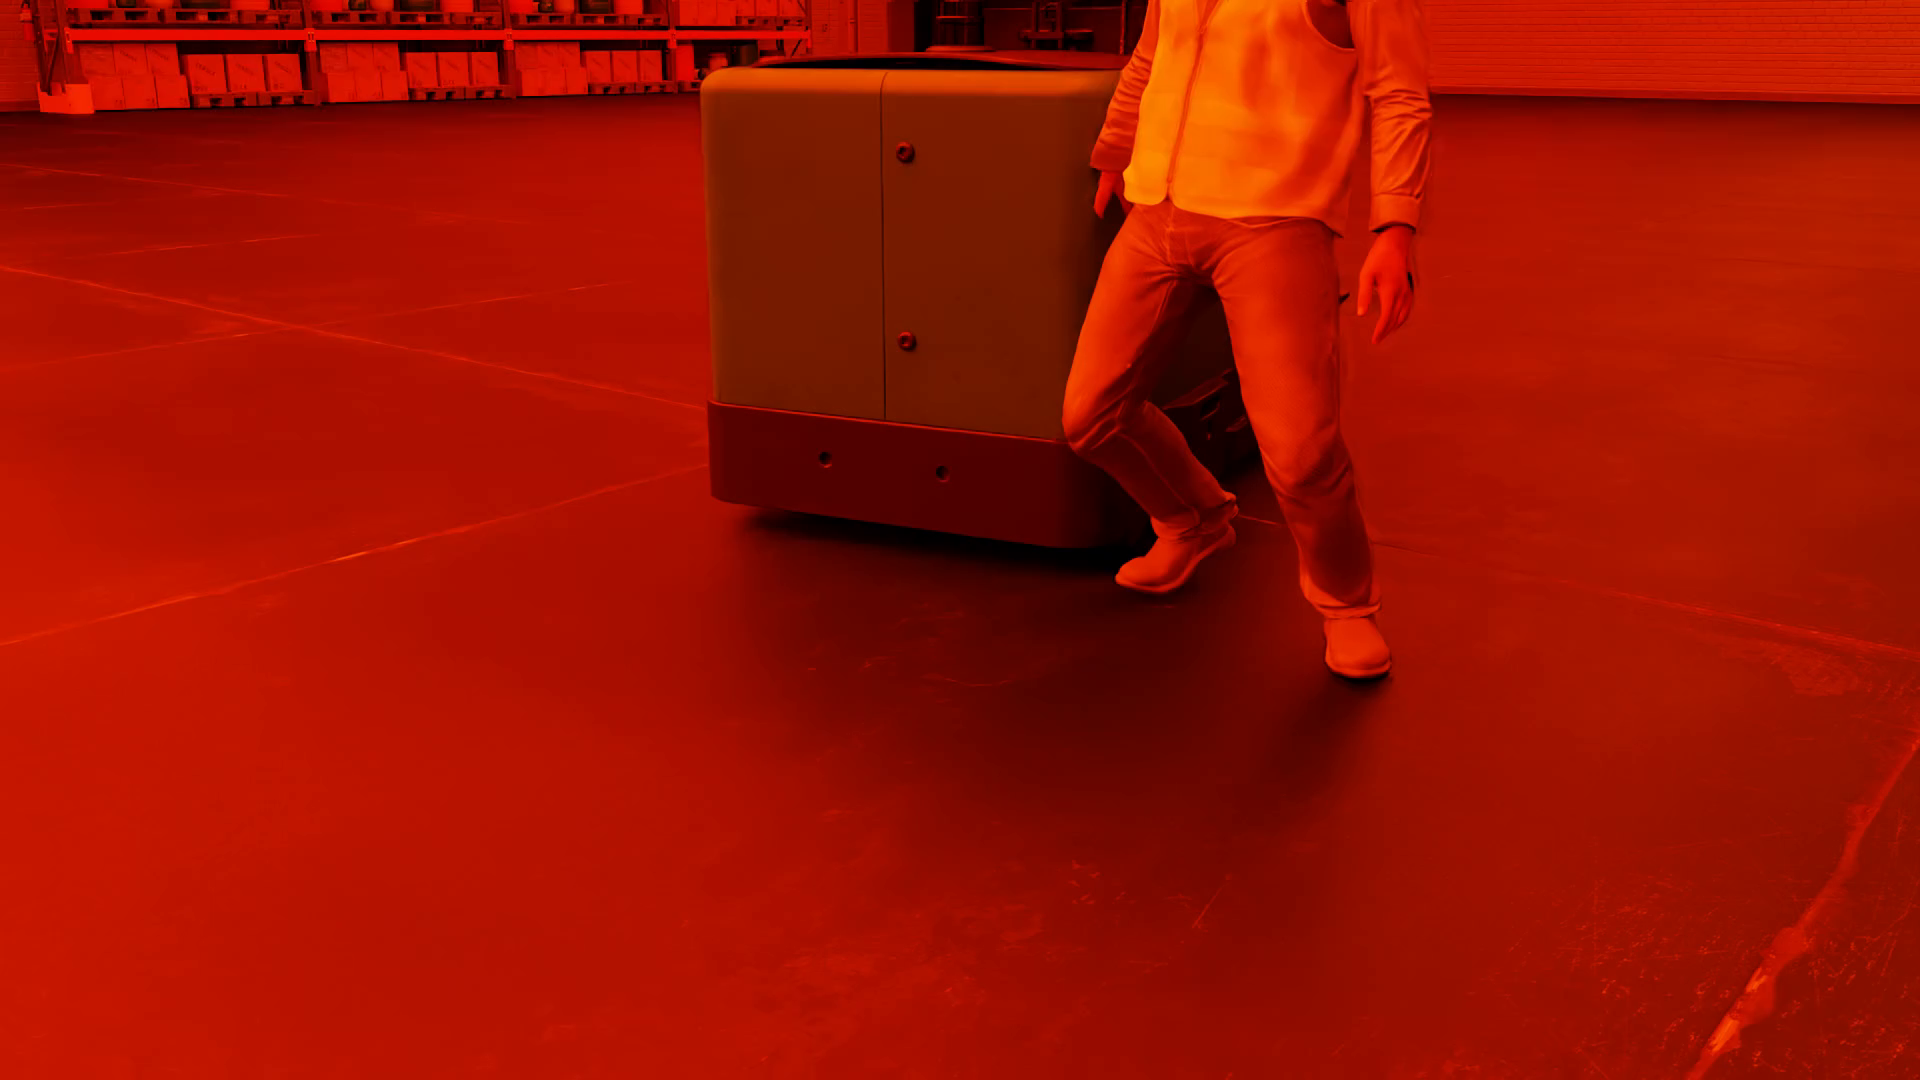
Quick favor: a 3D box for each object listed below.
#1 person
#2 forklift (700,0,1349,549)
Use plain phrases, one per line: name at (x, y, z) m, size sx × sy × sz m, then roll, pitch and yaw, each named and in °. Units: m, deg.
person at (0.515, -0.634, 3.140) m, size 0.470 × 1.689 × 0.870 m, roll -13°, pitch 21°, yaw -37°
forklift at (0.489, -1.765, 4.708) m, size 1.130 × 2.935 × 3.031 m, roll 8°, pitch 19°, yaw 25°
